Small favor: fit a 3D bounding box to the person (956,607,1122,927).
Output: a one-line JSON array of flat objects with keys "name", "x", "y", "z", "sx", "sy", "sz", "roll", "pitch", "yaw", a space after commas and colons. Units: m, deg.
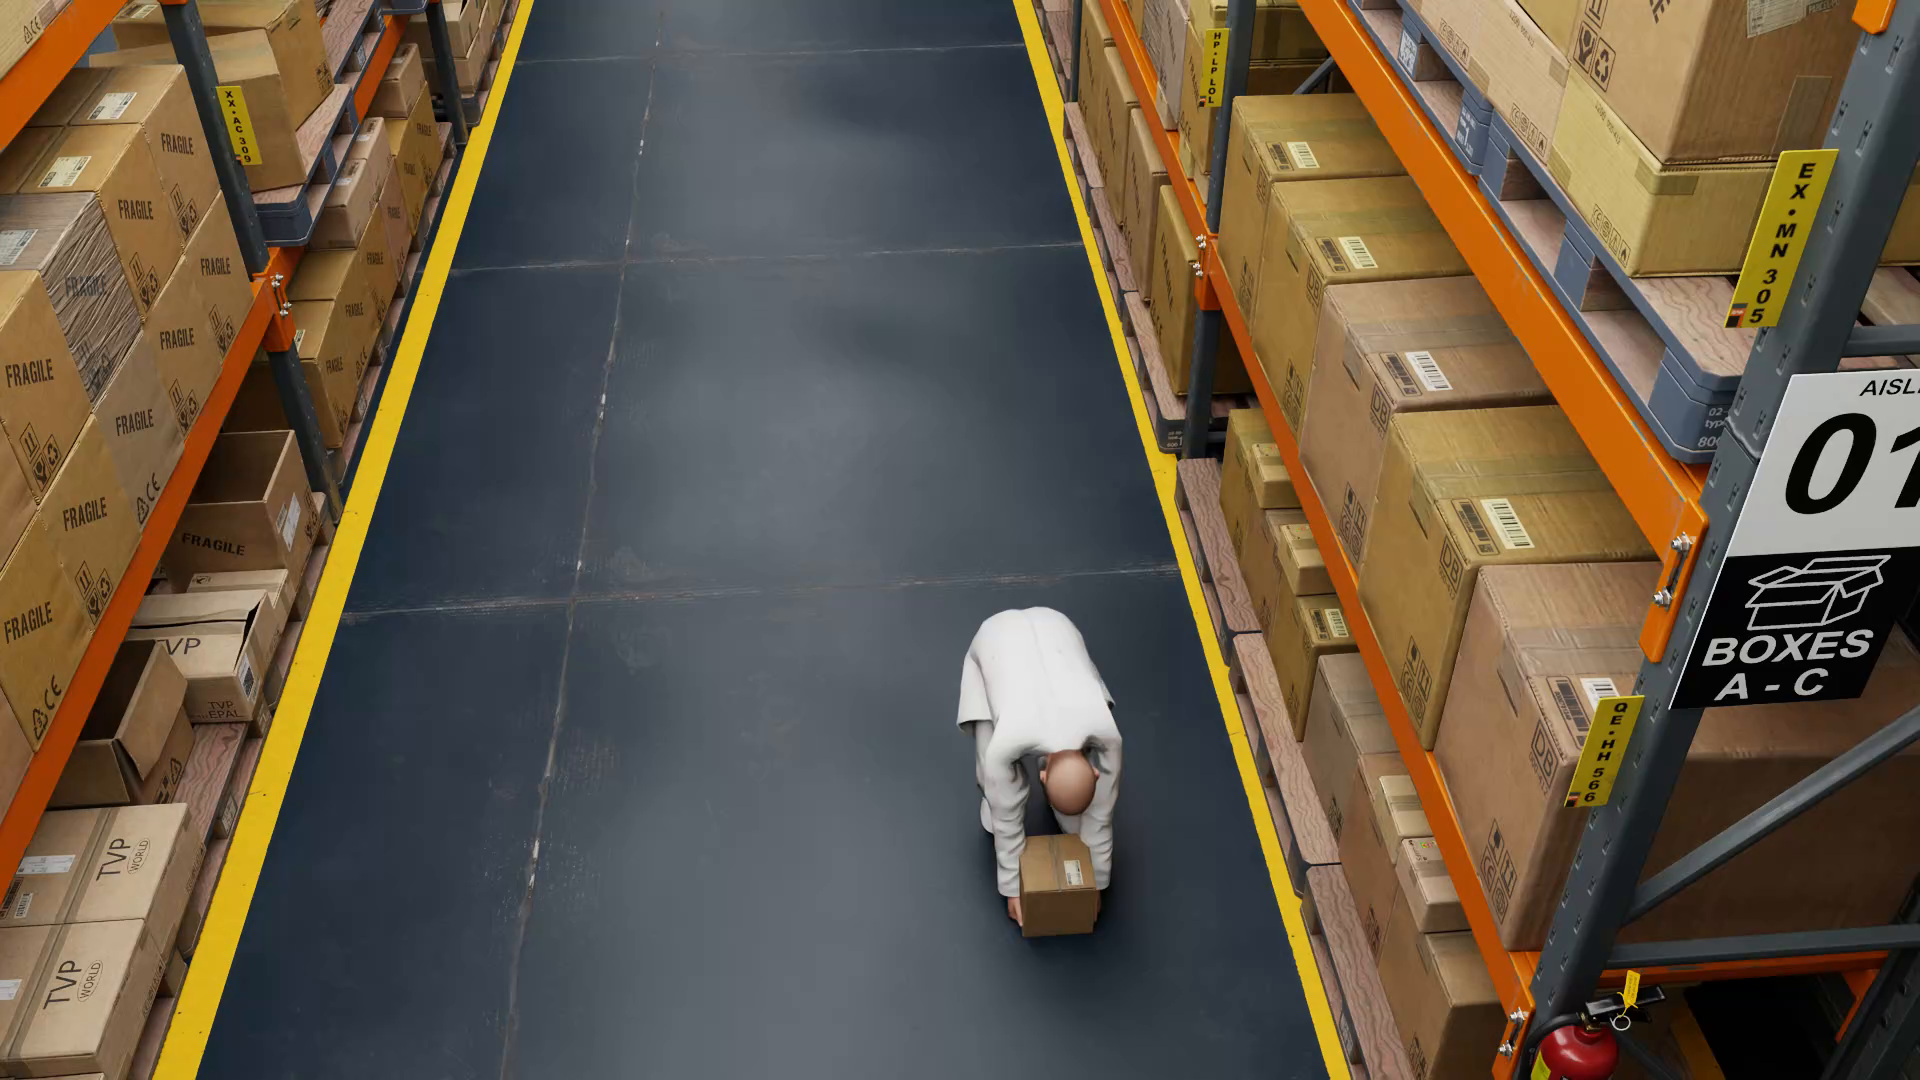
[{"name": "person", "x": 0.289, "y": 0.769, "z": 5.958, "sx": 0.581, "sy": 0.874, "sz": 0.955, "roll": -5, "pitch": 39, "yaw": -6}]
